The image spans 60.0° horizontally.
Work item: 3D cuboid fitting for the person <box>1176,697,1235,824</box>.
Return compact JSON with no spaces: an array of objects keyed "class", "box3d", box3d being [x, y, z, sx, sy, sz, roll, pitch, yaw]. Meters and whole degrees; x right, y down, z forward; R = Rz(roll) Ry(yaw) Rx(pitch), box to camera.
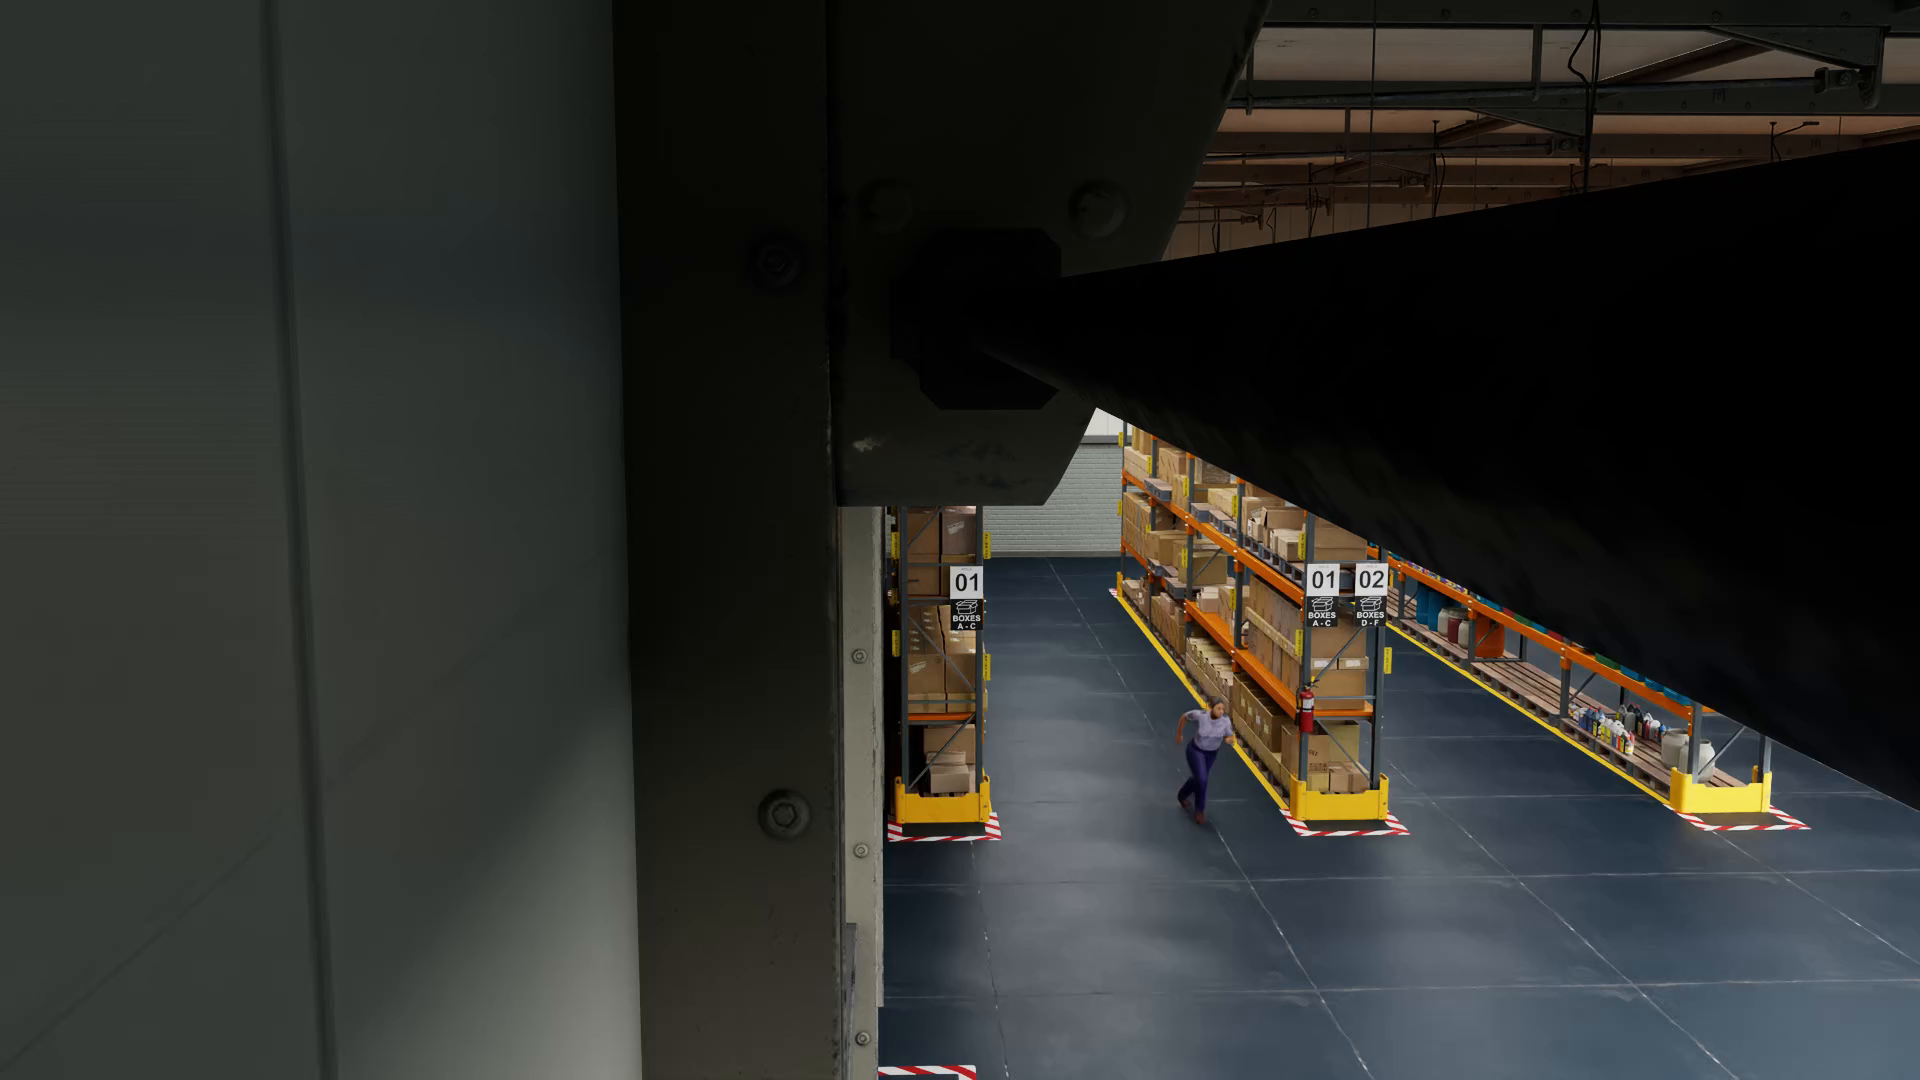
[{"class":"person","box3d":[3.044,2.663,20.665,0.585,1.546,0.993,-3,9,-20]}]
